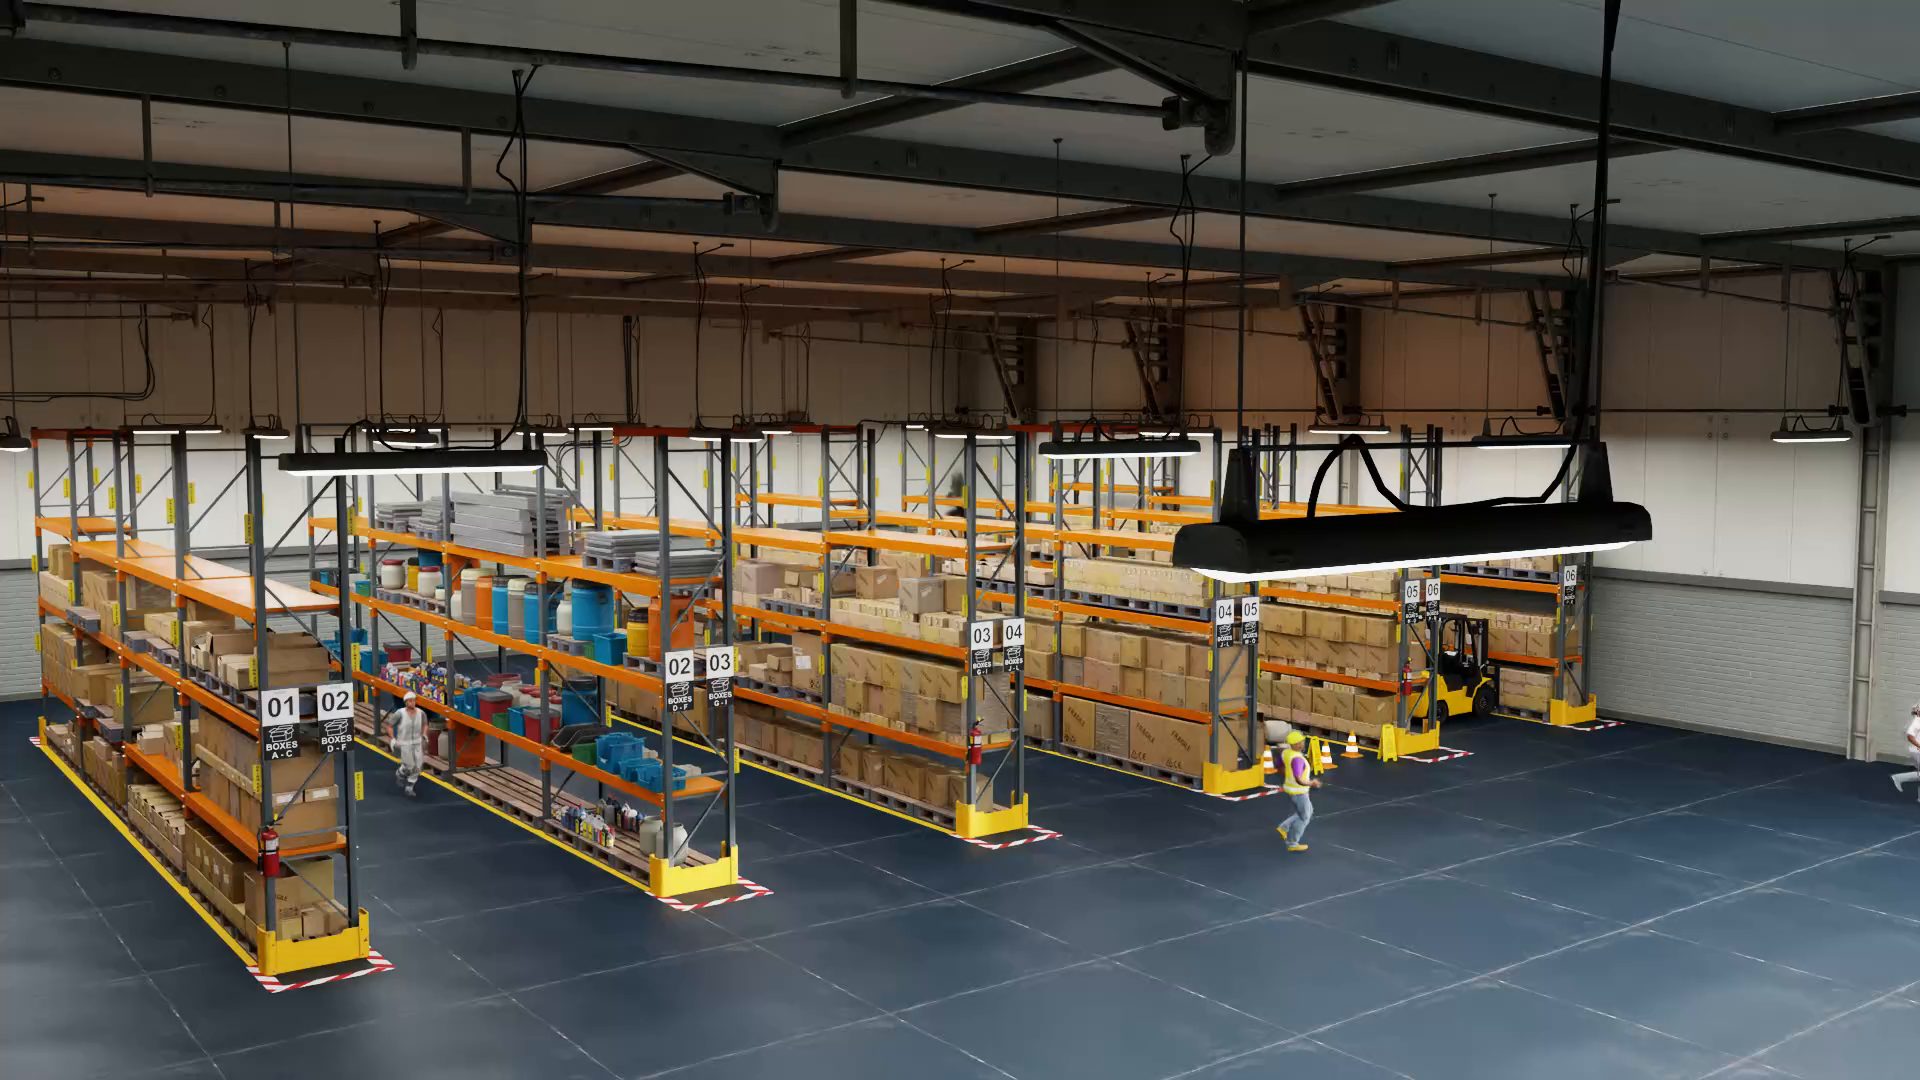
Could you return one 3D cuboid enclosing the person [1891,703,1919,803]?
[{"bbox_3d":[15.383,3.414,26.752,0.686,1.677,0.577,3,5,34],"label":"person"}]

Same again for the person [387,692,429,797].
[{"bbox_3d":[-8.986,3.337,27.163,0.659,1.733,0.634,-4,6,-41],"label":"person"}]

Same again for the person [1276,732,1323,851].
[{"bbox_3d":[4.858,3.594,23.845,0.592,1.720,0.693,0,4,-6],"label":"person"}]
